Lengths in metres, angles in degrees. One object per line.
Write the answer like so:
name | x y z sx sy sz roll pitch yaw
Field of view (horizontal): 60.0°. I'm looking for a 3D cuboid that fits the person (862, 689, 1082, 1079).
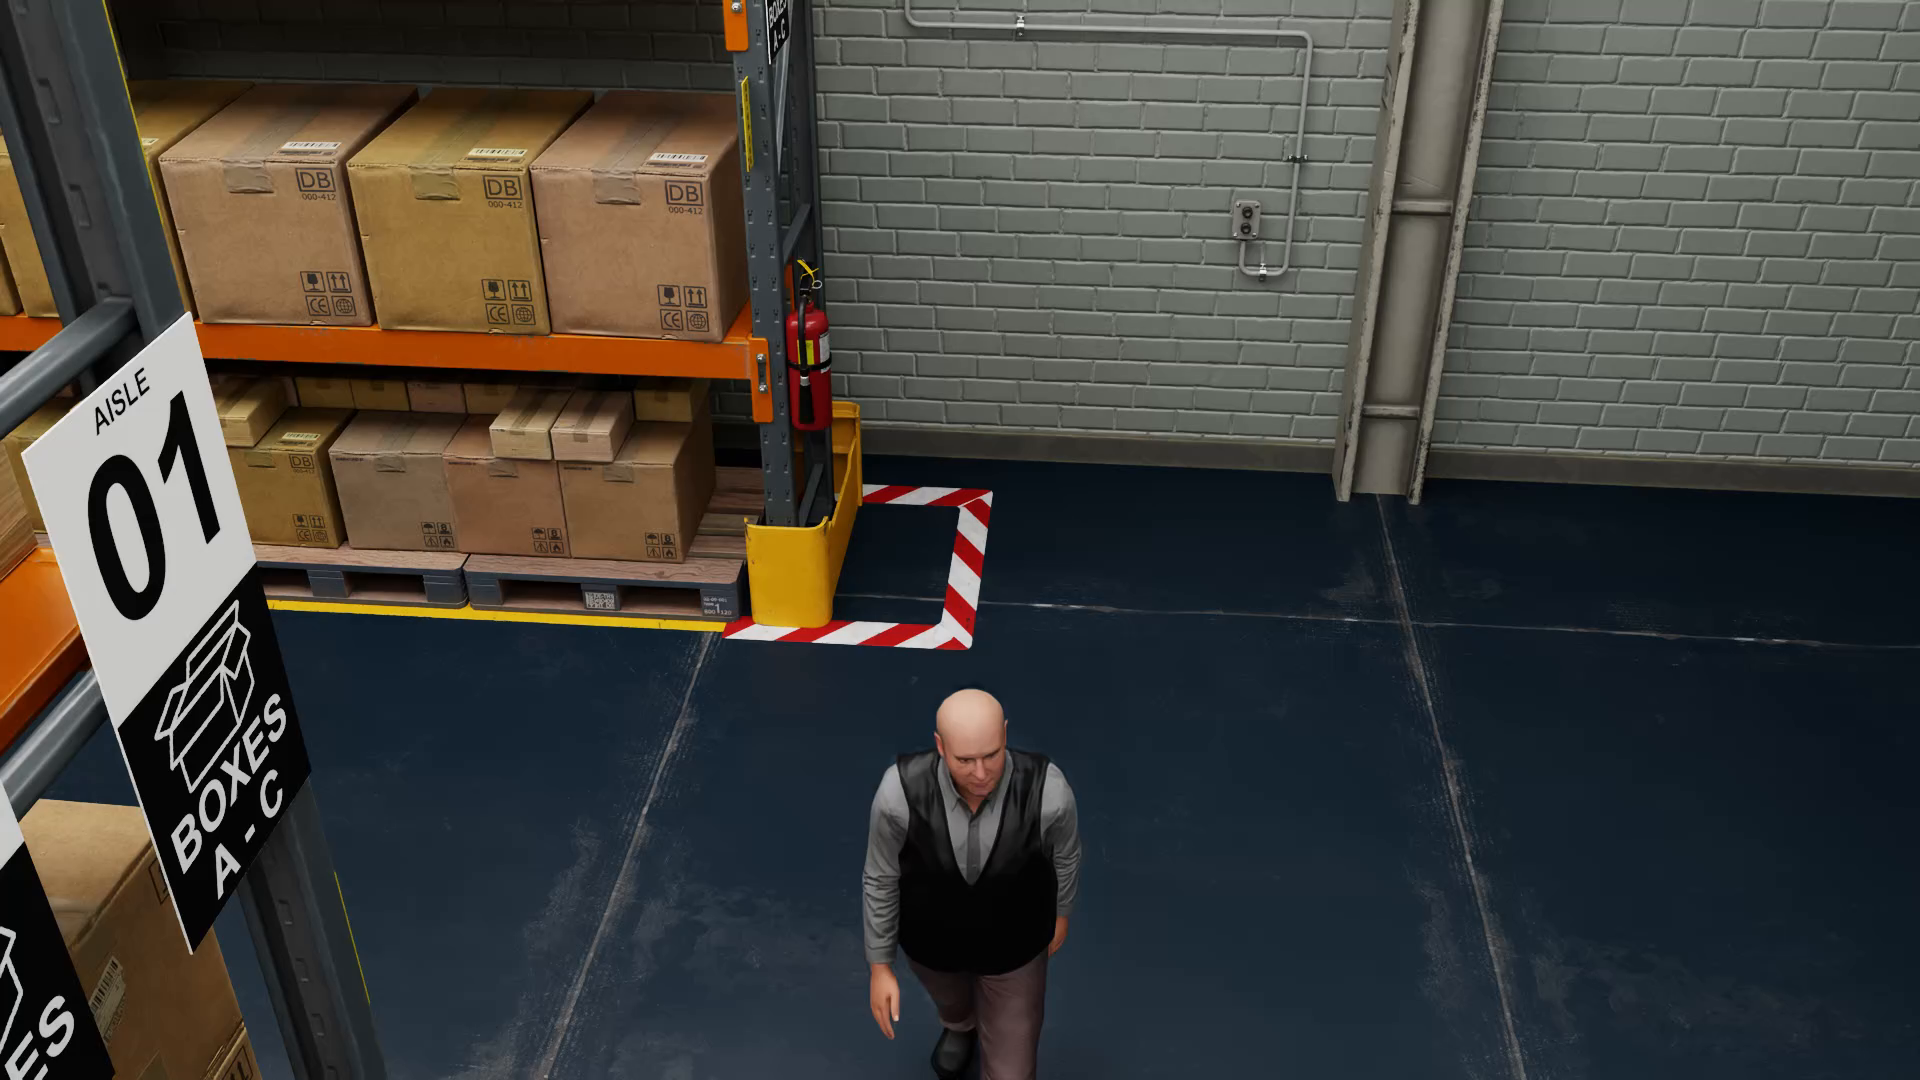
person | 0.028 1.076 4.412 0.556 1.667 1.045 4 32 6
